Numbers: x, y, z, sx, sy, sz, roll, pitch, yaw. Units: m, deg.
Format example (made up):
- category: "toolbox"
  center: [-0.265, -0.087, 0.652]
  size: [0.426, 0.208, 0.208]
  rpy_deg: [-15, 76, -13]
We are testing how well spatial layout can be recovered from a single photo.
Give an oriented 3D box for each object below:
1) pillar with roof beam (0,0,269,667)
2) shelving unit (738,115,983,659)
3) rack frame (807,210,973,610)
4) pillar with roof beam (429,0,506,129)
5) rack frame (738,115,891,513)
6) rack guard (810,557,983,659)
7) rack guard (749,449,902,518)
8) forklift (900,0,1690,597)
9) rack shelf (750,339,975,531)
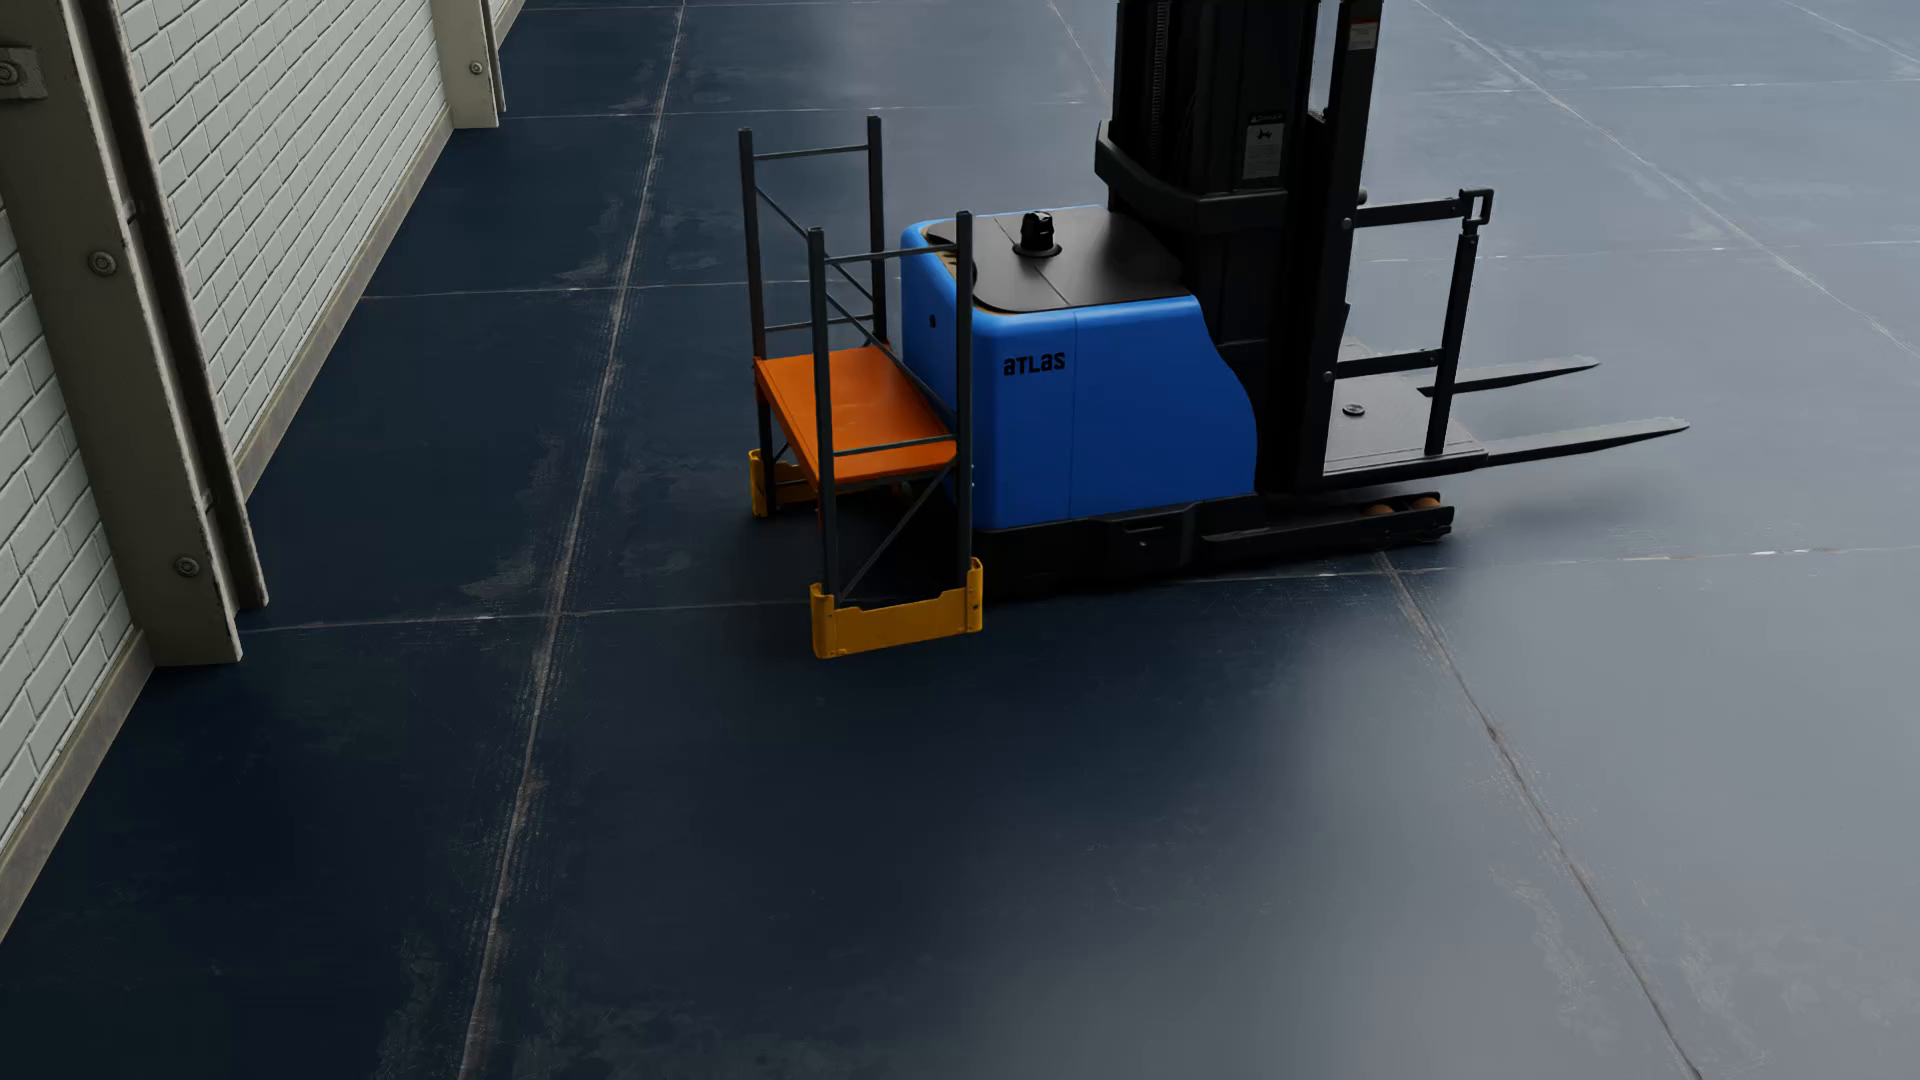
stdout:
- category: "pillar with roof beam"
  center: [1.699, -3.754, 3.760]
  size: [9.100, 9.000, 0.400]
  rpy_deg: [-3, 31, -5]
- category: "shelving unit"
  center: [-0.363, -0.550, 5.709]
  size: [0.587, 1.500, 1.083]
  rpy_deg: [-9, 32, -15]
- category: "rack frame"
  center: [-0.204, -0.298, 5.286]
  size: [0.500, 1.500, 0.032]
  rpy_deg: [-9, 32, -15]
- category: "pillar with roof beam"
  center: [1.139, -6.818, 8.889]
  size: [9.100, 9.000, 0.400]
  rpy_deg: [-3, 31, -5]
- category: "rack frame"
  center: [-0.517, -0.794, 6.117]
  size: [0.500, 1.500, 0.032]
  rpy_deg: [-9, 32, -15]
- category: "rack guard"
  center: [-0.210, 0.229, 5.622]
  size: [0.587, 0.250, 0.087]
  rpy_deg: [-9, 32, -15]
- category: "rack guard"
  center: [-0.516, -0.257, 6.436]
  size: [0.587, 0.250, 0.087]
  rpy_deg: [-9, 32, -15]
- category: "forklift"
  center: [1.342, -1.473, 5.859]
  size: [3.031, 2.935, 1.130]
  rpy_deg: [-8, 32, -13]
- category: "rack shelf"
  center: [-0.360, -0.391, 5.794]
  size: [0.538, 0.185, 1.000]
  rpy_deg: [-9, 32, -15]
